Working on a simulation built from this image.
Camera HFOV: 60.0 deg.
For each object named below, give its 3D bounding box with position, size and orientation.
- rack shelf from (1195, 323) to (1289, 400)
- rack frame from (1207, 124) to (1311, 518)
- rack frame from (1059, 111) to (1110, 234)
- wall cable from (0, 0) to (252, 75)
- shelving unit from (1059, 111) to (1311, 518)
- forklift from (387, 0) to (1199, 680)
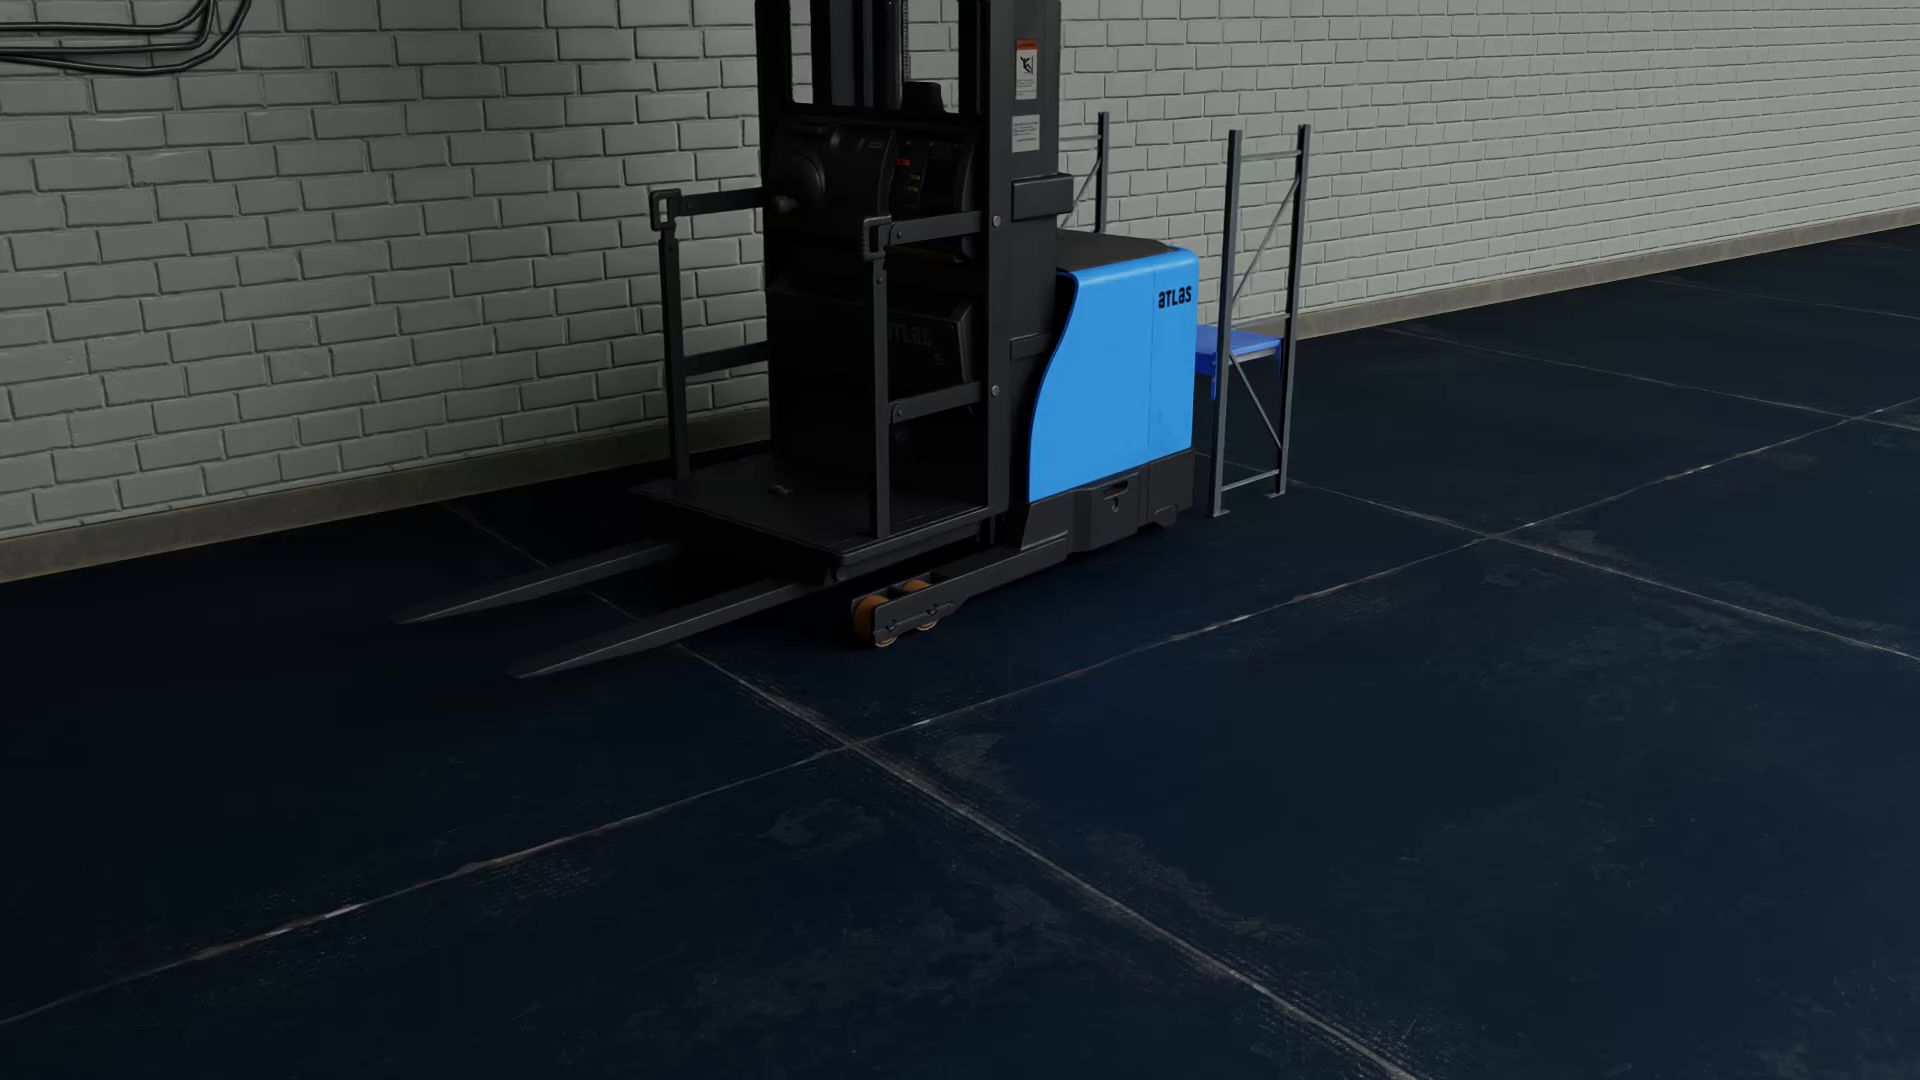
[{"bbox_3d":[0.815,-0.798,6.952,1.000,0.185,0.538,17,24,42],"label":"rack shelf"},{"bbox_3d":[1.178,-0.857,6.557,0.032,1.500,0.500,17,24,42],"label":"rack frame"},{"bbox_3d":[0.455,-1.082,7.236,0.032,1.500,0.500,17,24,42],"label":"rack frame"},{"bbox_3d":[-3.695,-2.561,4.721,3.097,2.526,0.112,-14,23,-36],"label":"wall cable"},{"bbox_3d":[0.817,-0.970,6.897,1.048,1.500,0.538,17,24,42],"label":"shelving unit"},{"bbox_3d":[-0.443,-1.227,5.405,1.130,2.935,3.031,16,24,40],"label":"forklift"}]
